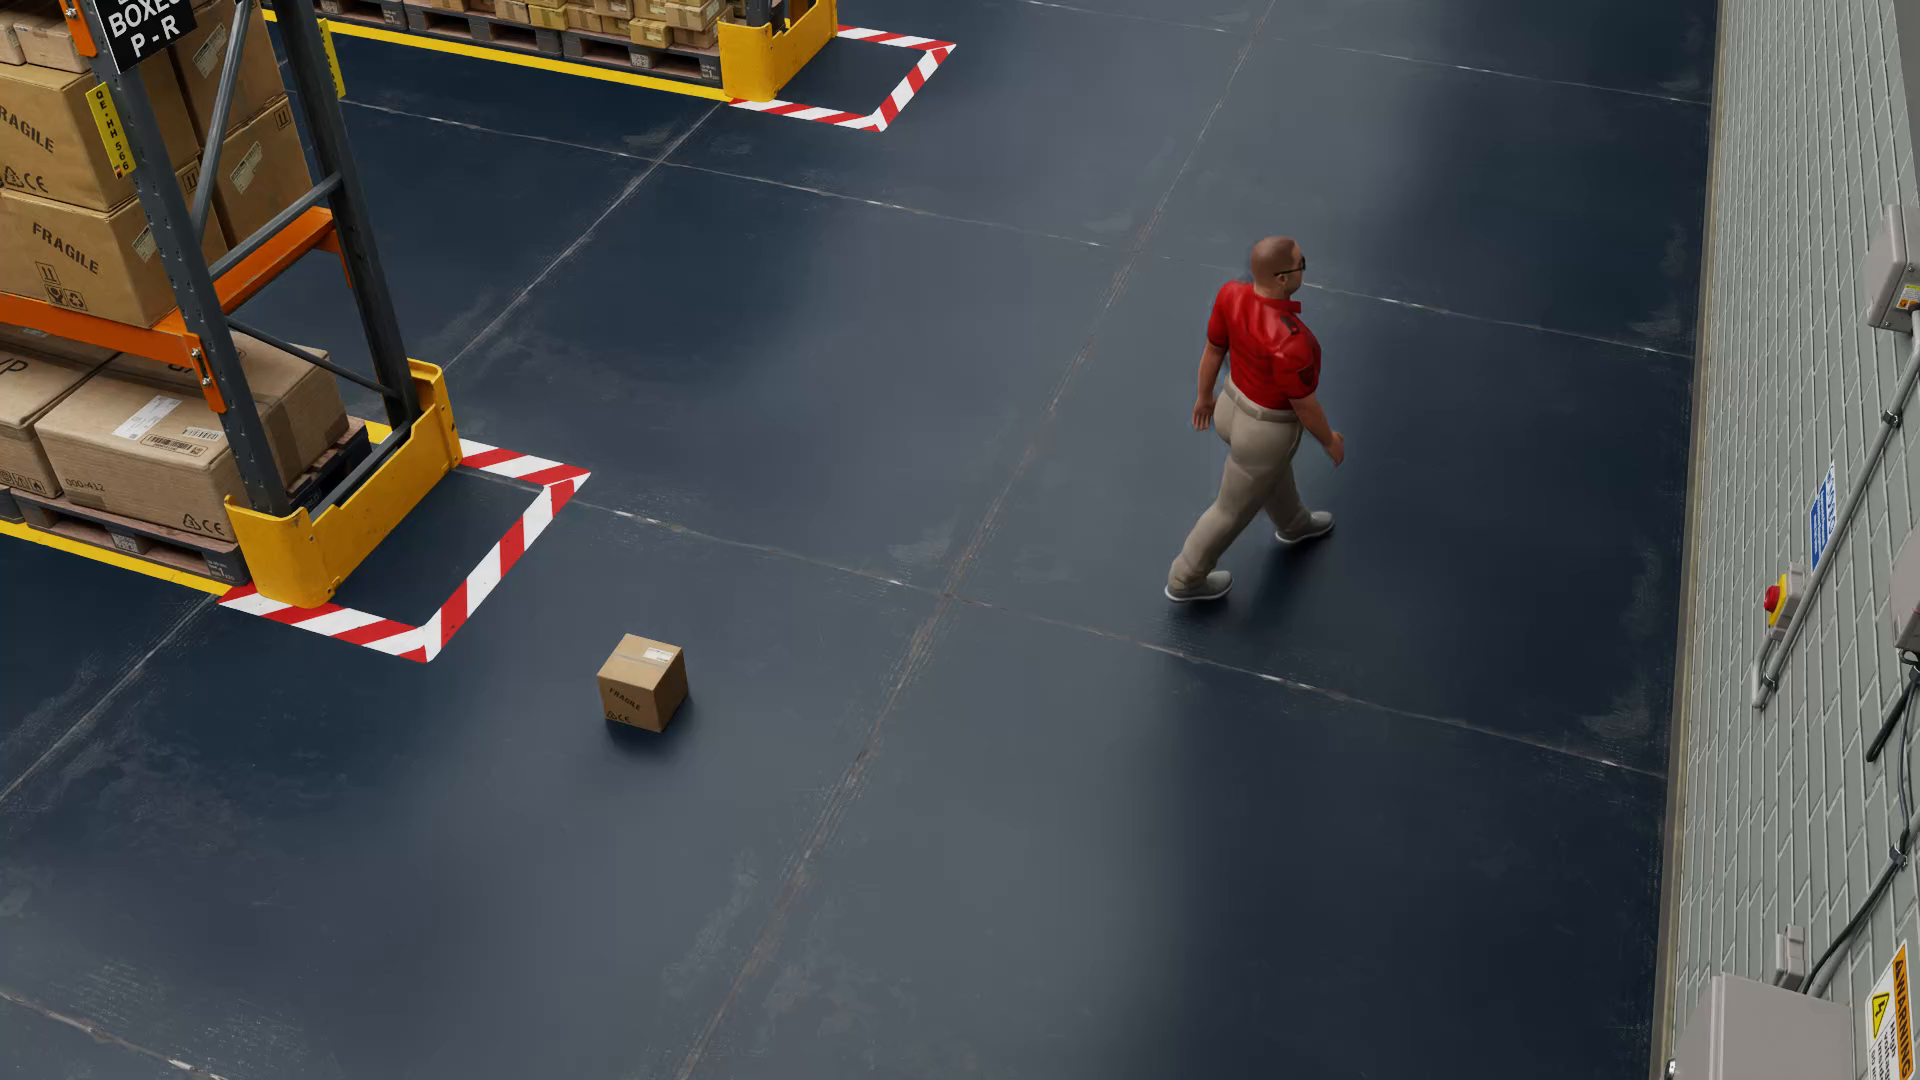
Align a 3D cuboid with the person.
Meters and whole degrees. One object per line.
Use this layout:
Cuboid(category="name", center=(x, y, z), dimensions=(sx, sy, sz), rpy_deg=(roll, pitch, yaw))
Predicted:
Cuboid(category="person", center=(1.303, -0.500, 6.728), dimensions=(0.951, 1.685, 0.576), rpy_deg=(-15, 43, -16))
